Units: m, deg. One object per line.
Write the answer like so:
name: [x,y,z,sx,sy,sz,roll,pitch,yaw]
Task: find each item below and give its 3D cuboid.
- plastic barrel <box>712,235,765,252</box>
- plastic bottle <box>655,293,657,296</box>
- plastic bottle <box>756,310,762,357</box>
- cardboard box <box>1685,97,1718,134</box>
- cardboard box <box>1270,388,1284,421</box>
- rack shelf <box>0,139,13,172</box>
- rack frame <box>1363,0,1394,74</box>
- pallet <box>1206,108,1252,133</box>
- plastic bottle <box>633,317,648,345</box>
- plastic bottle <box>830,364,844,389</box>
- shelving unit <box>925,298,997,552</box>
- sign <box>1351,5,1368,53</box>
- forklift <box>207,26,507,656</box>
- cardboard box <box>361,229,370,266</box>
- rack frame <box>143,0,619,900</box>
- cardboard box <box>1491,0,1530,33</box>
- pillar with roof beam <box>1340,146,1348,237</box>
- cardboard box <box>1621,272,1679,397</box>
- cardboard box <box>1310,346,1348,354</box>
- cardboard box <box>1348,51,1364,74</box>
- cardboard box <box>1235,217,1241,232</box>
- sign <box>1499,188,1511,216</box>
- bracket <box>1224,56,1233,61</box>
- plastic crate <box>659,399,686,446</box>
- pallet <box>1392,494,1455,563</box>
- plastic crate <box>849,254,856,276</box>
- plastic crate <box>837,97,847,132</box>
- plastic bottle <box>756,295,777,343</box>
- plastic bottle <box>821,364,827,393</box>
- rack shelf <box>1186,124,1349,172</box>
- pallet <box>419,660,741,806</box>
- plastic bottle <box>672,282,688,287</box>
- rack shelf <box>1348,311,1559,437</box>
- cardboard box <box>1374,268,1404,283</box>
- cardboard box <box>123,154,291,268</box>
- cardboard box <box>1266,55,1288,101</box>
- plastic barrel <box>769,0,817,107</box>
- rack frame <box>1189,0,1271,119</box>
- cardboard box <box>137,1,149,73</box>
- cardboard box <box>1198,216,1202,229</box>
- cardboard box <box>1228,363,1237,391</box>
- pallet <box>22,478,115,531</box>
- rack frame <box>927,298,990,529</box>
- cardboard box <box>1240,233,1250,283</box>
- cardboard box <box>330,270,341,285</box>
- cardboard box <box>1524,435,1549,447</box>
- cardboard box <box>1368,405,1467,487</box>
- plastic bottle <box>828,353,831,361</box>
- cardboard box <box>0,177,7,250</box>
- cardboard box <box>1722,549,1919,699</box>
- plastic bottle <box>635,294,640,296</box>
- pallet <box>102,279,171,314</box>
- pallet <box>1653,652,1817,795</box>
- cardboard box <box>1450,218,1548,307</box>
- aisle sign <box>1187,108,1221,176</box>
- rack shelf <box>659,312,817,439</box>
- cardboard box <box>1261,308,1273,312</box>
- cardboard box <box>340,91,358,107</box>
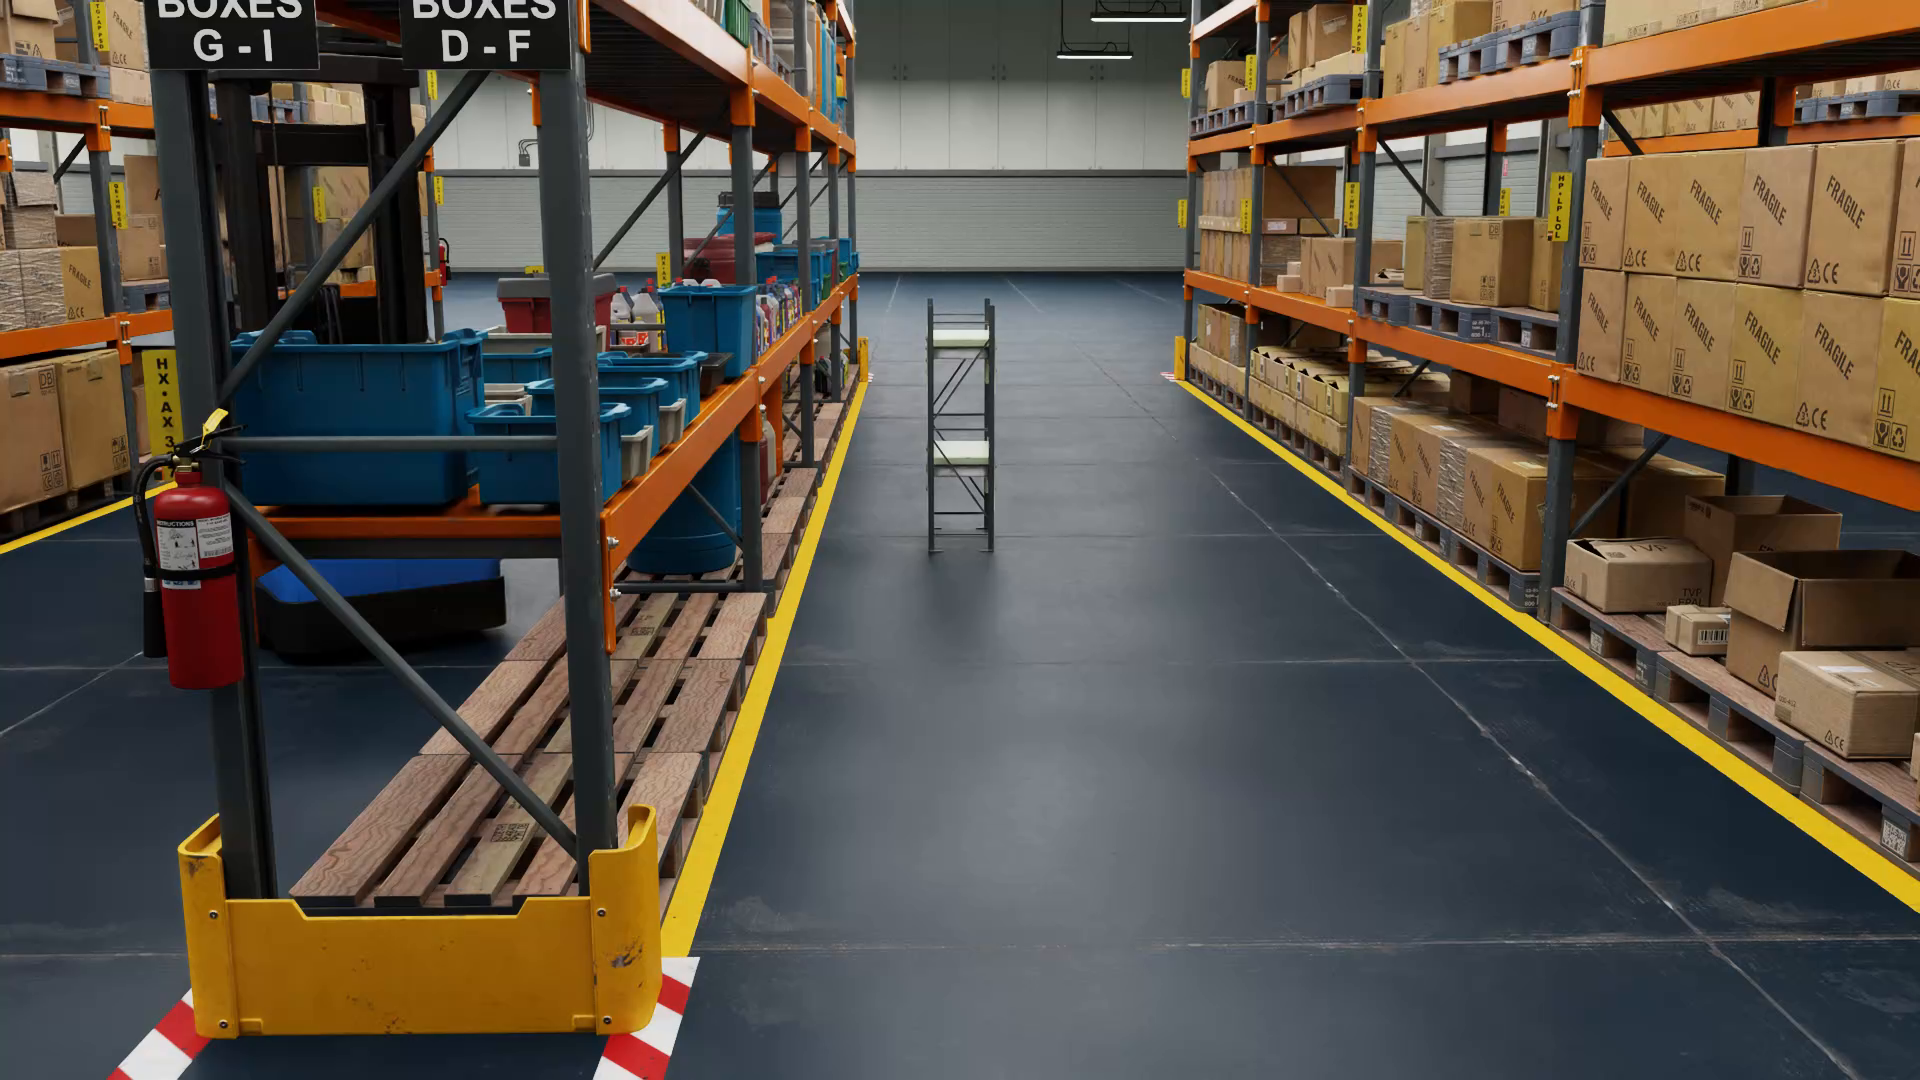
plastic barrel: [-1.835,-2.262,13.824,0.433,0.535,0.433,0,11,0]
plastic bottle: [-1.823,-1.338,9.932,0.097,0.271,0.097,0,11,0]
plastic bottle: [-1.101,-1.109,8.803,0.097,0.271,0.097,0,11,0]
cardboard box: [7.940,-4.498,17.340,0.500,0.500,0.500,-1,11,-3]
cardboard box: [3.076,-1.211,14.841,0.500,0.250,0.500,-1,11,-3]
rack shelf: [-11.614,-4.113,17.553,1.077,0.370,4.000,0,11,-1]
rack frame: [3.375,-4.783,11.503,1.000,3.000,0.127,0,11,-1]
pallet: [3.227,-4.476,17.757,1.003,0.211,1.213,0,11,-1]
plastic bottle: [-1.709,-1.085,8.861,0.097,0.201,0.097,0,11,0]
plastic bottle: [-1.262,-1.698,16.941,0.144,0.351,0.185,0,11,0]
shelving unit: [0.000,-0.736,10.417,0.431,1.500,0.755,0,11,-1]
sign: [2.820,-3.605,11.738,0.100,0.325,0.005,0,11,-1]
forklift: [-3.459,-1.143,8.823,1.130,2.935,3.031,-7,14,-32]
cardboard box: [-6.646,-3.081,17.203,0.875,0.500,0.500,0,11,-1]
rack frame: [-1.412,-0.233,4.164,1.000,3.000,0.127,0,11,-1]
cardboard box: [3.491,-3.187,9.622,0.600,0.600,0.600,-1,11,-3]
pillar with roof beam: [4.366,-9.819,36.327,9.100,9.000,0.548,0,11,-1]
cardboard box: [3.210,-0.893,7.163,0.500,0.500,0.500,0,11,0]
cardboard box: [3.587,-1.692,15.803,0.500,0.311,0.500,0,11,-1]
cardboard box: [3.281,-3.639,12.731,0.500,0.250,0.500,0,11,0]
cardboard box: [3.053,-3.260,17.203,0.380,0.149,0.250,0,11,-1]
sign: [3.917,-2.376,12.012,0.100,0.325,0.005,0,11,-1]
bracket: [8.021,-14.421,49.957,0.076,0.066,3.189,0,11,-1]
plastic crate: [-1.026,-0.383,5.413,0.250,0.136,0.298,0,11,-1]
pallet: [3.375,-0.086,10.452,1.003,0.211,1.213,0,11,-1]
plastic crate: [-1.425,-3.113,18.735,0.499,0.251,0.408,0,11,-1]
plastic crate: [-1.402,-4.498,17.682,0.392,0.384,0.575,0,11,-1]
plastic bottle: [-1.147,-1.291,9.691,0.152,0.276,0.135,0,11,-1]
plastic bottle: [-1.369,-1.632,16.783,0.061,0.283,0.133,0,11,-1]
rack shelf: [3.251,-4.153,17.751,1.077,0.370,4.000,0,11,-1]
pallet: [-1.413,0.727,6.442,1.003,0.211,1.213,0,11,-1]
plastic bottle: [-1.882,-1.583,11.131,0.152,0.276,0.135,0,11,-1]
rack shelf: [3.416,-1.093,10.211,1.077,0.370,4.000,0,11,-1]
cardboard box: [3.550,-1.978,12.988,0.500,0.311,0.500,0,11,-2]
cardboard box: [-6.735,-2.939,14.939,1.000,1.000,1.000,0,11,-1]
cardboard box: [3.385,-4.761,17.270,0.797,0.503,0.637,1,12,5]
plastic barrel: [-1.377,-3.703,12.463,0.600,0.901,0.600,0,11,0]
rack frame: [3.210,-6.373,19.341,1.000,3.000,0.127,0,11,-1]
cardboard box: [-6.289,-3.762,12.507,0.500,0.500,0.500,0,11,-1]
cardboard box: [3.003,-3.721,19.474,0.380,0.149,0.250,0,11,-2]
cardboard box: [3.064,-1.687,17.190,0.500,0.250,0.500,0,11,-1]
pallet: [-6.588,-0.279,11.405,1.003,0.211,1.213,0,11,-1]
rack frame: [-0.008,-0.809,10.775,0.400,1.500,0.023,0,11,-1]
cardboard box: [3.260,-2.880,16.960,0.700,0.500,0.500,0,11,-2]
cardboard box: [-6.308,-2.569,16.308,0.380,0.149,0.250,0,11,-1]
cardboard box: [3.666,-0.341,9.876,0.500,0.500,0.500,0,11,0]
cardboard box: [3.115,-0.638,11.339,0.500,0.500,0.500,-1,11,-3]
plastic bottle: [-1.395,-1.884,18.027,0.061,0.283,0.133,0,11,-1]
cardboard box: [-6.520,-2.069,10.437,0.797,0.503,0.637,0,11,0]
cardboard box: [3.502,0.333,6.544,0.797,0.503,0.637,0,11,-1]
plastic bottle: [-1.852,-1.290,9.686,0.152,0.276,0.135,0,11,-1]
pallet: [-6.650,-1.850,12.617,1.213,0.211,1.003,0,11,-1]
pallet: [3.499,0.699,6.586,1.003,0.211,1.213,0,11,-1]
cardboard box: [3.360,-1.654,9.858,0.700,0.500,0.500,-3,12,-16]
aisle sign: [2.902,-4.719,19.737,0.394,0.787,0.004,0,11,-1]
rack shelf: [-1.536,-1.073,10.114,1.077,0.370,4.000,0,11,-1]
cardboard box: [3.563,-2.256,18.106,0.500,0.500,0.500,0,11,-1]
cardboard box: [-6.335,-4.465,16.851,0.380,0.149,0.250,0,11,-2]
